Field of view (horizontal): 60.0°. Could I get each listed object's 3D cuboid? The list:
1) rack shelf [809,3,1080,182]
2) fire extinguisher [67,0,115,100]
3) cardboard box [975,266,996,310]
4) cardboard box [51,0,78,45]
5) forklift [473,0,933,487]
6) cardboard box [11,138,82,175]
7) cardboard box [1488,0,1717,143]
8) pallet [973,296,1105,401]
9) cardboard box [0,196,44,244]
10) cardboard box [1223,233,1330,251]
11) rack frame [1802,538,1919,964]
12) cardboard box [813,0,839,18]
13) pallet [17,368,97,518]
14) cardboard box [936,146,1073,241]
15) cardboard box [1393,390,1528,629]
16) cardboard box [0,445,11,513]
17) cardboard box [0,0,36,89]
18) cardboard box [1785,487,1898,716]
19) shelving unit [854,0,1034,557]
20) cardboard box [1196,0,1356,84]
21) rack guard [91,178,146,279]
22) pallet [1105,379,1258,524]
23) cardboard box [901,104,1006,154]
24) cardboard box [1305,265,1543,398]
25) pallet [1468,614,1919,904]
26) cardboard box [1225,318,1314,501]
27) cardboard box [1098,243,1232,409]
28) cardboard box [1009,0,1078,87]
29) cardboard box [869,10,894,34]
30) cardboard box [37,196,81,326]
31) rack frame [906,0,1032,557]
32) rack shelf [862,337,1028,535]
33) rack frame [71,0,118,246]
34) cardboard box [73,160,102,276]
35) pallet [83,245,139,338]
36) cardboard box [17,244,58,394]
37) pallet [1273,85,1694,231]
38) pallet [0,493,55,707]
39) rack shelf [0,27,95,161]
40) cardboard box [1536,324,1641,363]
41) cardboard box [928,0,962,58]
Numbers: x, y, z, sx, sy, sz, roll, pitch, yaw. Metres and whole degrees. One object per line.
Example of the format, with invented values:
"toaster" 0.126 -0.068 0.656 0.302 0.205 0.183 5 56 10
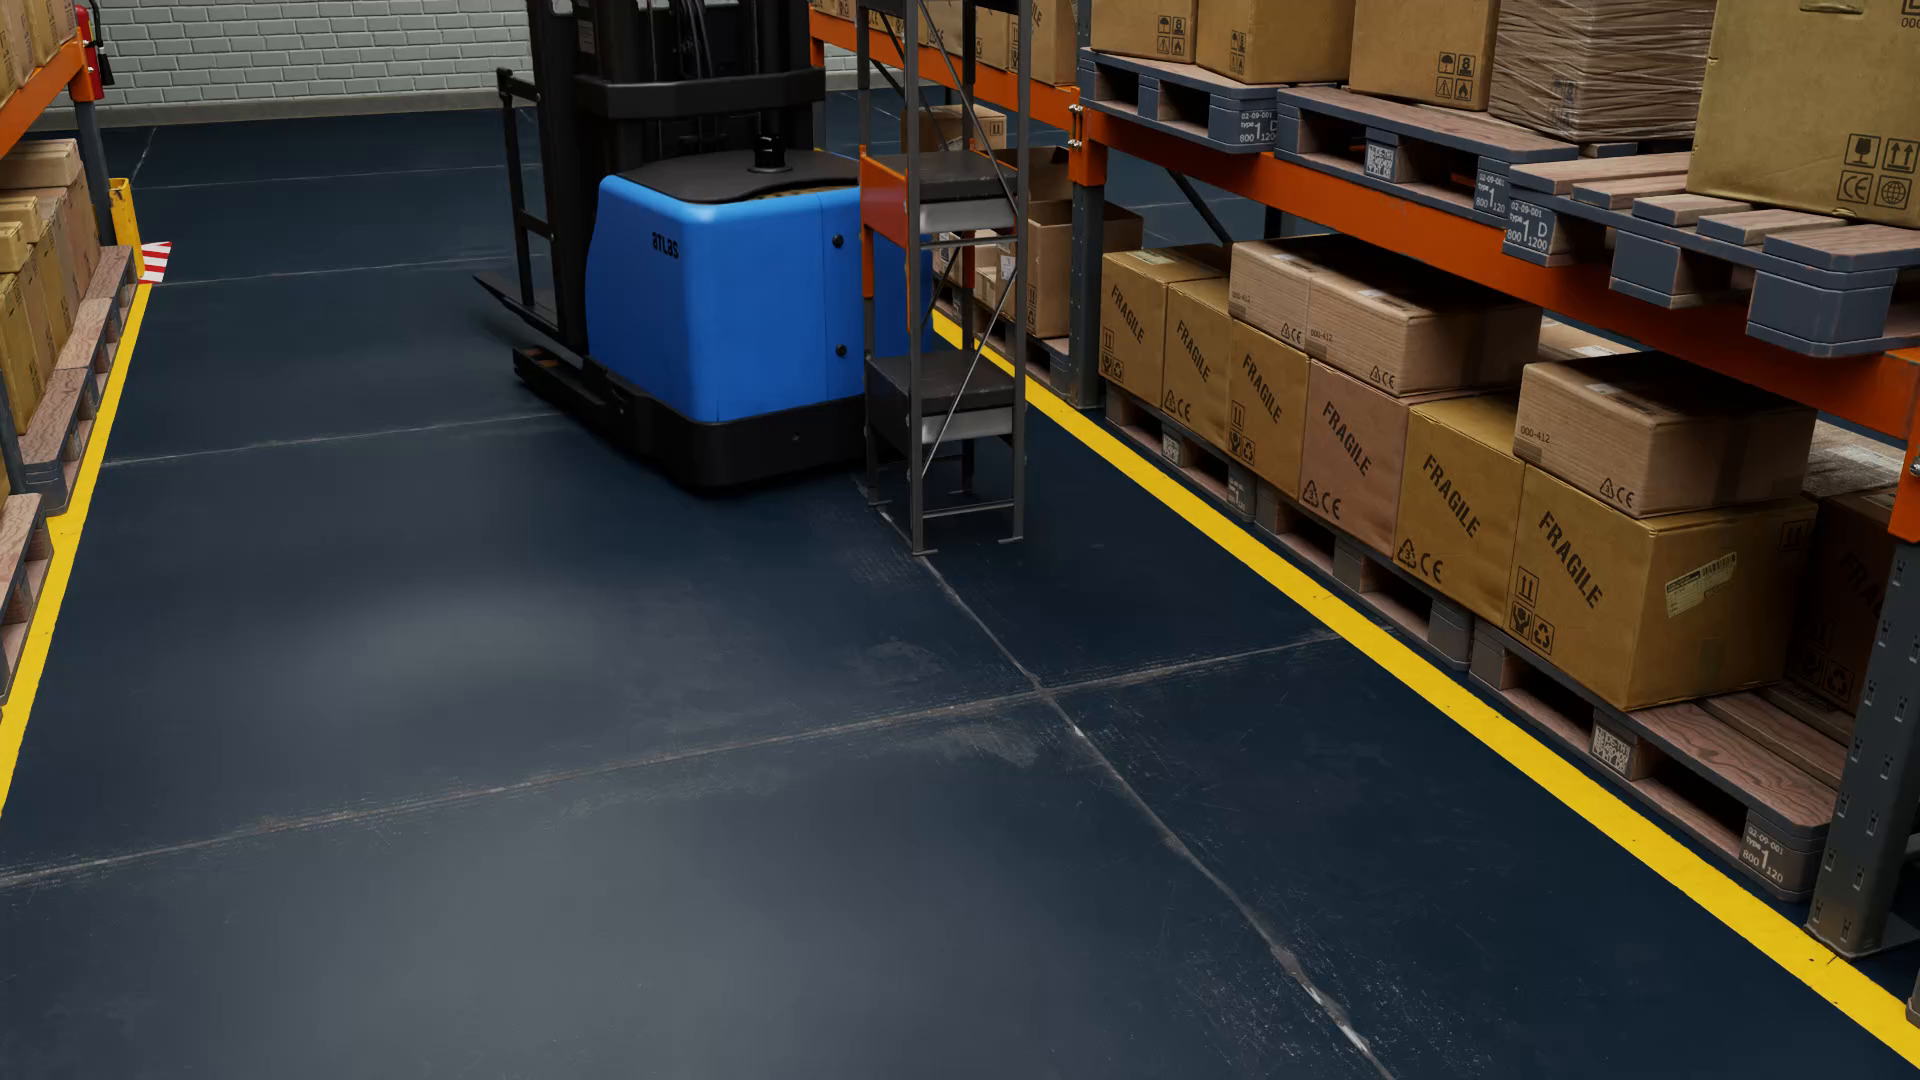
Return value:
"rack shelf" 0.241 -2.409 8.530 1.077 0.370 4.000 -8 24 -19
"fire extinguisher" -4.720 -2.697 8.866 0.296 0.674 0.183 -8 24 -19
"cardboard box" 0.292 -1.199 7.837 0.380 0.149 0.250 -8 24 -19
"cardboard box" -4.909 -2.741 8.004 0.980 0.700 0.700 -7 24 -17
"forklift" -1.322 -2.063 6.871 1.130 2.935 3.031 -15 27 -31
"cardboard box" -4.542 -1.865 8.154 0.380 0.149 0.250 -9 24 -20
"cardboard box" 1.888 -1.372 4.474 0.700 0.500 0.500 -4 23 -9
"pallet" 0.706 -0.979 7.800 1.003 0.211 1.213 -8 24 -19
"cardboard box" -3.989 -1.298 6.811 0.380 0.149 0.250 -9 24 -20
"cardboard box" 1.390 -0.925 6.734 0.500 0.500 0.500 -8 24 -19
"rack frame" 2.360 -0.561 3.218 1.000 3.000 0.127 -8 24 -19
"cardboard box" -0.556 -3.316 9.627 0.500 0.500 0.500 -8 24 -18
"pallet" -3.881 -0.335 6.273 1.003 0.211 1.213 -8 24 -19
"cardboard box" 0.279 -1.748 8.684 0.797 0.503 0.637 -8 24 -19
"cardboard box" 1.628 -0.107 4.794 0.500 0.500 0.500 -9 25 -21
"cardboard box" -3.334 -0.317 4.868 0.750 0.750 0.750 -8 24 -18
"cardboard box" -4.381 -2.199 6.720 0.980 0.700 0.700 -10 25 -22
"cardboard box" 2.467 0.184 4.103 0.500 0.500 0.500 -7 24 -17
"shelving unit" -0.058 -1.028 5.485 0.431 2.100 0.503 -8 24 -19
"cardboard box" 1.208 -1.810 5.512 0.700 0.500 0.500 -5 23 -11
"rack guard" -5.107 -1.643 9.005 1.175 0.500 0.348 -8 24 -19
"pallet" 1.270 -0.439 6.519 1.003 0.211 1.213 -8 24 -19
"cardboard box" -0.043 -2.354 10.126 0.500 0.500 0.500 -8 24 -19
"cardboard box" 1.421 -0.656 5.130 0.500 0.250 0.500 -9 24 -20
"pallet" 2.132 0.448 4.415 1.003 0.211 1.213 -8 24 -19
"cardboard box" 1.259 -0.481 5.680 0.500 0.500 0.500 -8 24 -18
"cardboard box" 0.890 -0.856 6.570 0.500 0.500 0.500 -9 25 -21
"cardboard box" 0.531 -2.206 6.994 0.500 0.500 0.500 -8 24 -18
"cardboard box" -0.194 -2.946 8.750 0.500 0.500 0.500 -8 24 -19
"cardboard box" -4.403 -1.223 7.467 0.700 0.500 0.500 -9 25 -21
"rack frame" 0.028 -0.939 5.275 0.400 2.100 0.015 -8 24 -19
"rack shelf" -0.058 -0.370 5.762 0.431 0.518 0.480 -8 24 -19
"rack frame" -5.099 -2.786 8.499 1.000 3.000 0.127 -8 24 -19
"cardboard box" -4.758 -1.587 8.332 0.700 0.500 0.500 -8 24 -19
"pallet" -4.743 -1.221 8.376 1.003 0.211 1.213 -8 24 -19
"cardboard box" -4.028 -0.843 6.567 0.700 0.500 0.500 -9 24 -20
"pallet" 1.669 -1.178 4.930 1.003 0.211 1.213 -8 24 -19
"pallet" -3.343 0.222 4.951 1.003 0.211 1.213 -8 24 -19
"rack shelf" -4.392 -1.728 6.914 1.077 0.370 4.000 -8 24 -19
"cardboard box" 1.915 -0.377 5.435 0.500 0.500 0.500 -9 25 -21
"cardboard box" 0.164 -2.580 7.880 0.500 0.500 0.500 -8 24 -18
